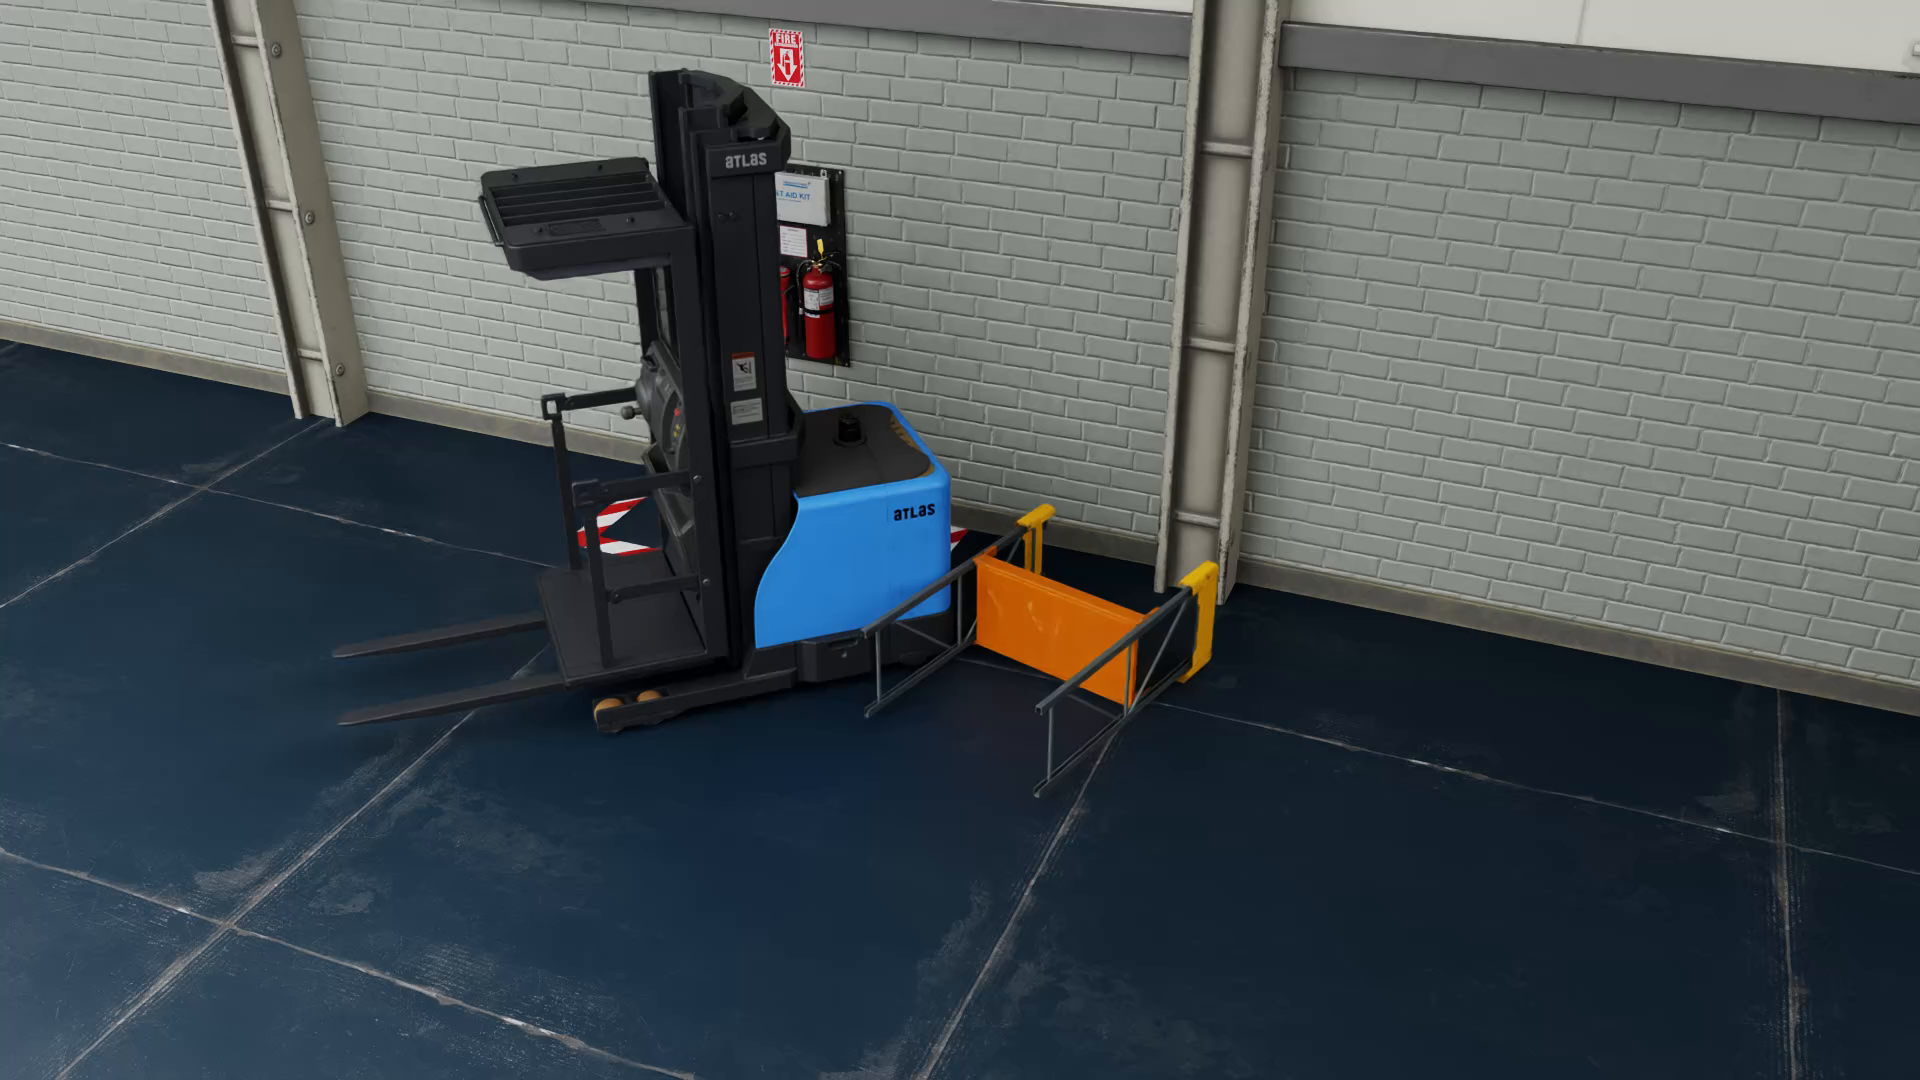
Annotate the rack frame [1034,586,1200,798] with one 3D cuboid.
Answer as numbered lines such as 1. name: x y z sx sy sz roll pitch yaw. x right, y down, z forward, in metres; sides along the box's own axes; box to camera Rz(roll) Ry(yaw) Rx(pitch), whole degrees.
1. rack frame: 0.805 0.659 7.961 0.032 0.500 1.500 21 36 32

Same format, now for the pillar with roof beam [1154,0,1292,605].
1. pillar with roof beam: -0.301 -1.703 3.617 0.400 9.000 9.100 11 31 19

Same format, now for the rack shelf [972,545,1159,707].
1. rack shelf: 0.513 0.436 8.356 1.000 0.538 0.185 21 36 32

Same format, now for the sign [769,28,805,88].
1. sign: -0.928 -2.585 8.919 0.199 0.298 0.001 11 31 19

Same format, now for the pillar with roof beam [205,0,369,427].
1. pillar with roof beam: -5.861 -2.813 5.581 0.400 9.000 9.100 11 31 19

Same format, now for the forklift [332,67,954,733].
1. forklift: -1.603 -0.630 7.887 3.031 2.935 1.130 -10 31 -17

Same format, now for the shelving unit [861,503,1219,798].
1. shelving unit: 0.410 0.509 8.227 1.083 0.587 1.500 21 36 32

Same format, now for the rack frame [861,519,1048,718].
1. rack frame: 0.001 0.353 8.502 0.032 0.500 1.500 21 36 32

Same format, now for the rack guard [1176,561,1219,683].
1. rack guard: 1.186 0.415 8.393 0.087 0.587 0.250 21 36 32

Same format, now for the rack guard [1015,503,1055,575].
1. rack guard: 0.398 0.116 8.923 0.087 0.587 0.250 21 36 32

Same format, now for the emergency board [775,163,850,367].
1. emergency board: -0.958 -1.529 9.406 0.643 1.169 0.194 11 31 19
